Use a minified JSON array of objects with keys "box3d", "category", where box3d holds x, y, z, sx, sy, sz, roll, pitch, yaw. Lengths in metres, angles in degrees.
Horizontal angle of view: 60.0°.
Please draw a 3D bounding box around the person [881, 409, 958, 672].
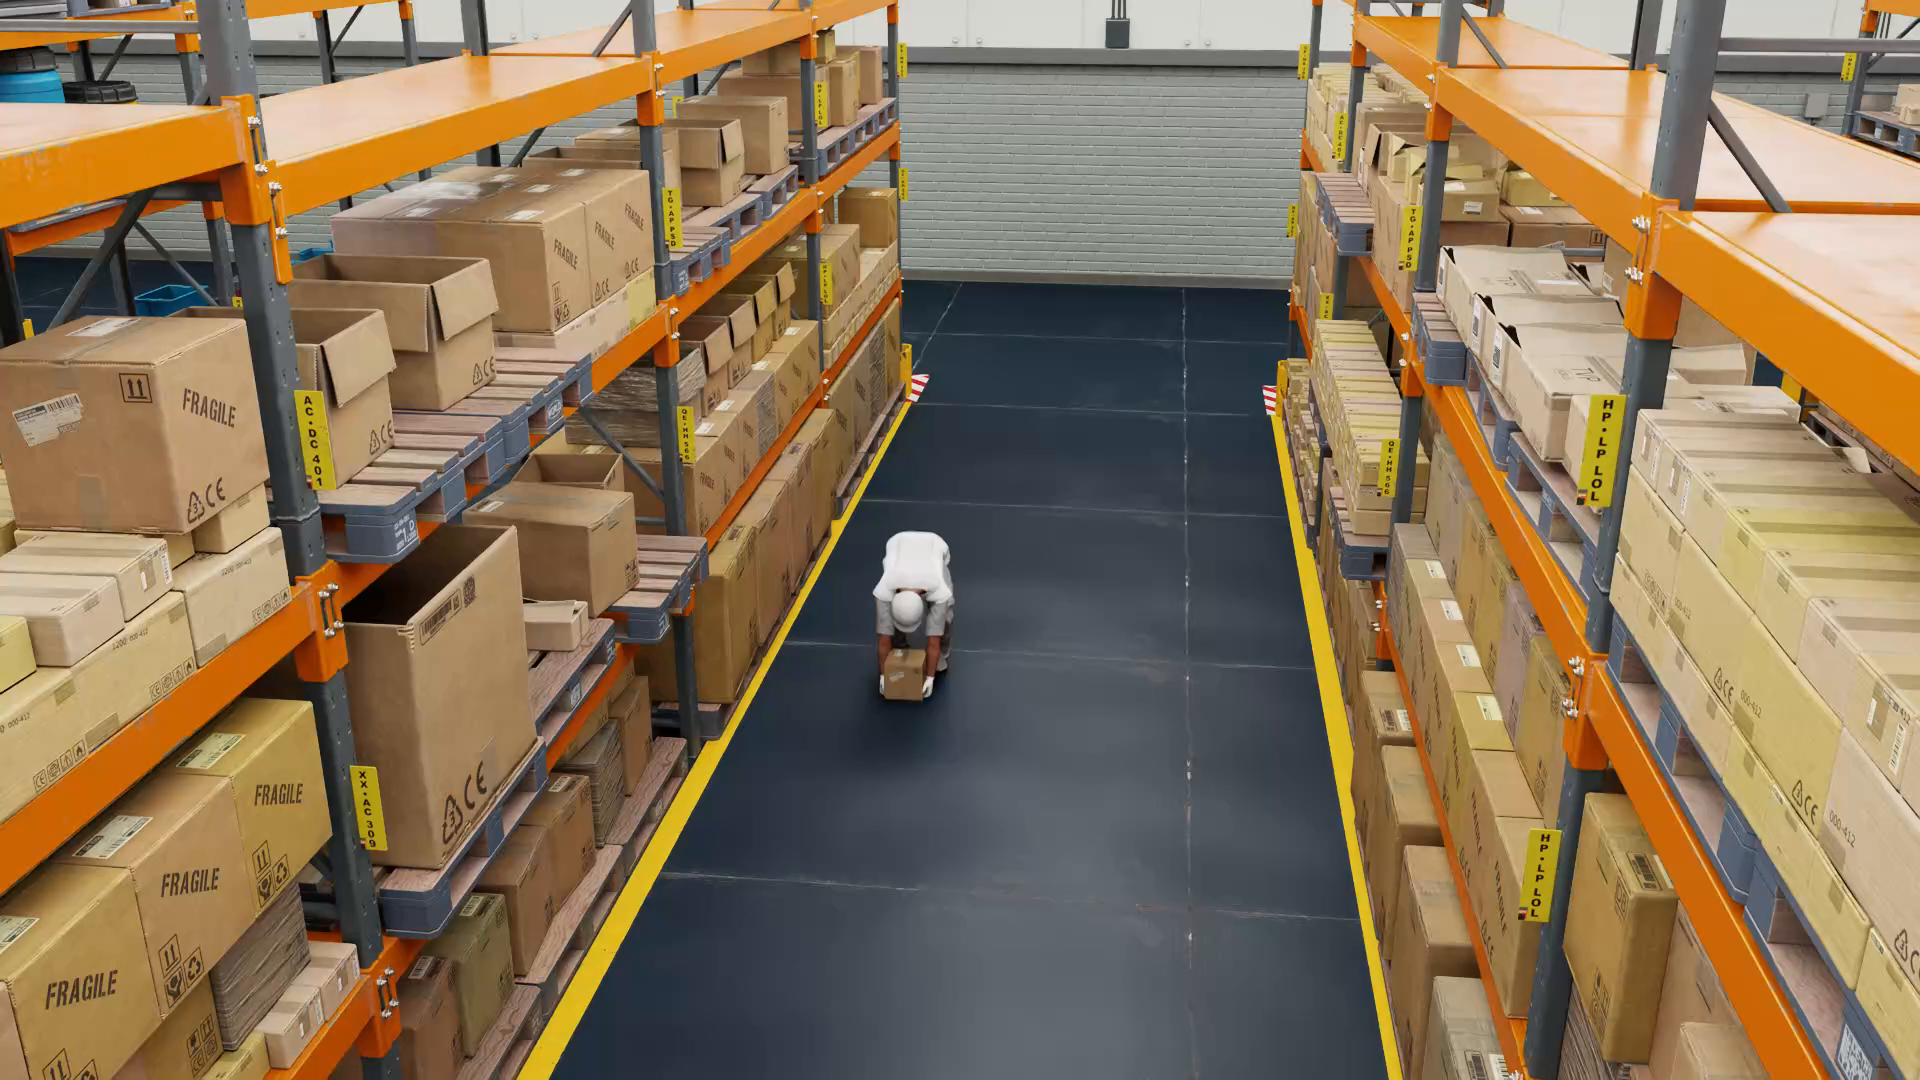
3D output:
[{"box3d":[-0.282,0.040,10.951,0.488,1.780,0.575,3,21,8],"category":"person"}]
